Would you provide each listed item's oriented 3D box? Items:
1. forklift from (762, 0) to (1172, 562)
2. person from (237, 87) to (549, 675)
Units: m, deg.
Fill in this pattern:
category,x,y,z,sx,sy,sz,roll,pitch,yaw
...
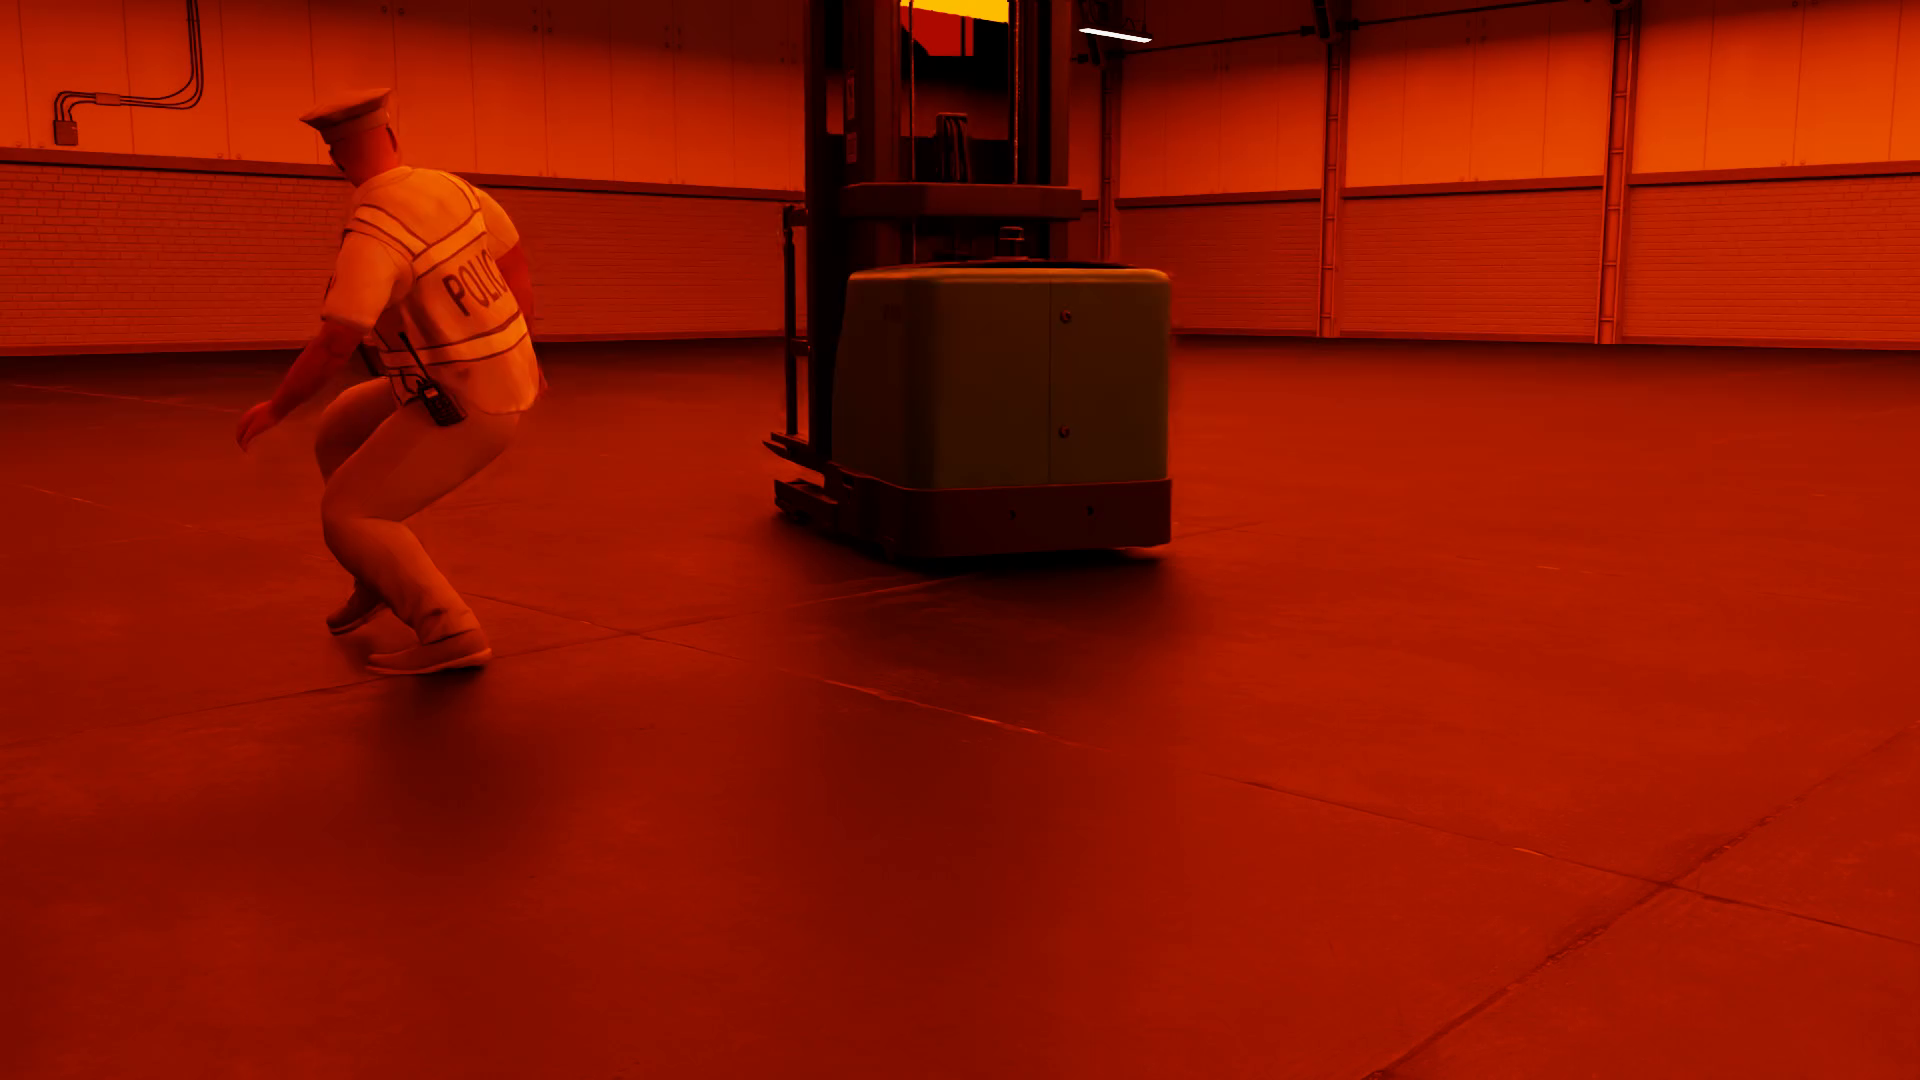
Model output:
category,x,y,z,sx,sy,sz,roll,pitch,yaw
forklift,-0.192,-1.549,7.162,1.130,2.935,3.031,-3,9,-20
person,-1.545,-0.436,4.558,0.740,1.549,0.780,0,9,-2
